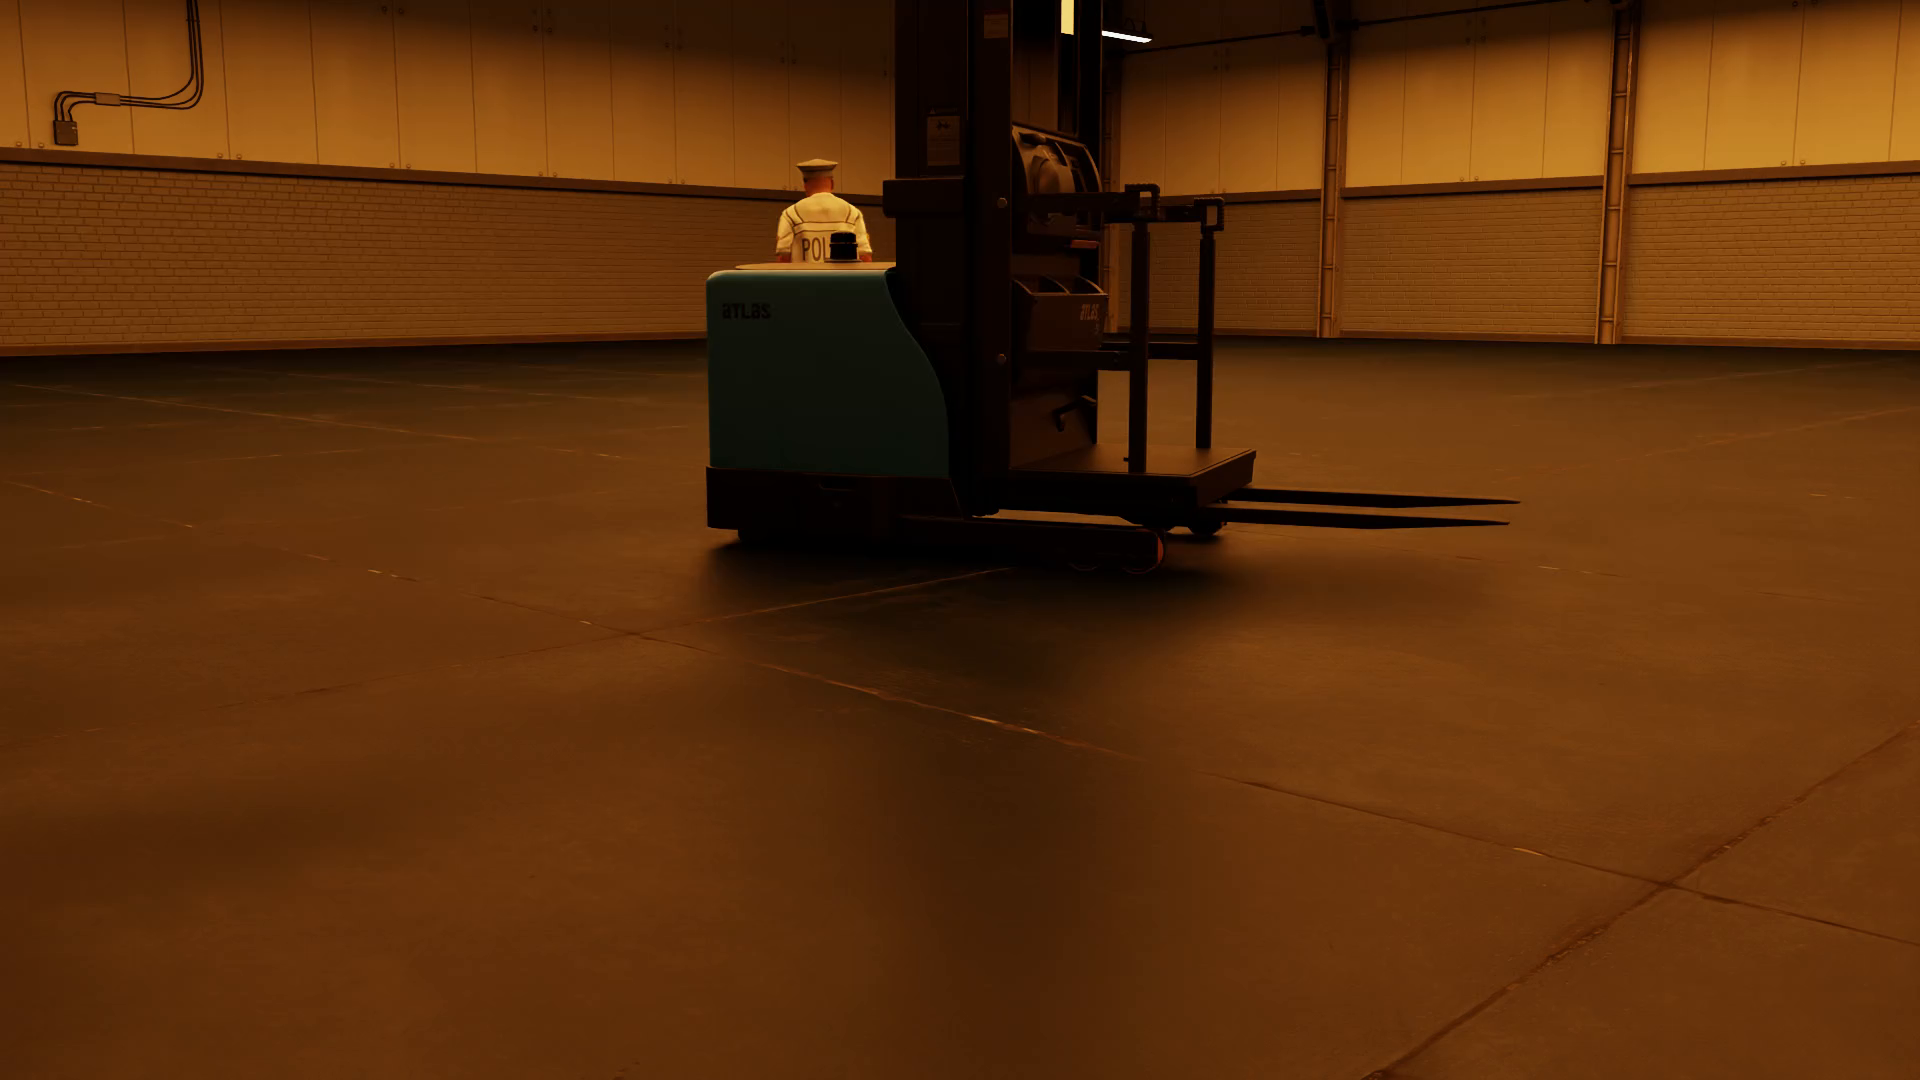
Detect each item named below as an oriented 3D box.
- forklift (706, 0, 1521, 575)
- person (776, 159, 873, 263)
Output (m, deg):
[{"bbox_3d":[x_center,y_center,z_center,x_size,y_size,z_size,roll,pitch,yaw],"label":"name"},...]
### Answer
[{"bbox_3d":[0.565,-1.416,6.275,3.031,2.935,1.130,3,9,22],"label":"forklift"},{"bbox_3d":[-0.789,-1.335,9.705,0.585,1.749,0.435,-2,9,-12],"label":"person"}]
